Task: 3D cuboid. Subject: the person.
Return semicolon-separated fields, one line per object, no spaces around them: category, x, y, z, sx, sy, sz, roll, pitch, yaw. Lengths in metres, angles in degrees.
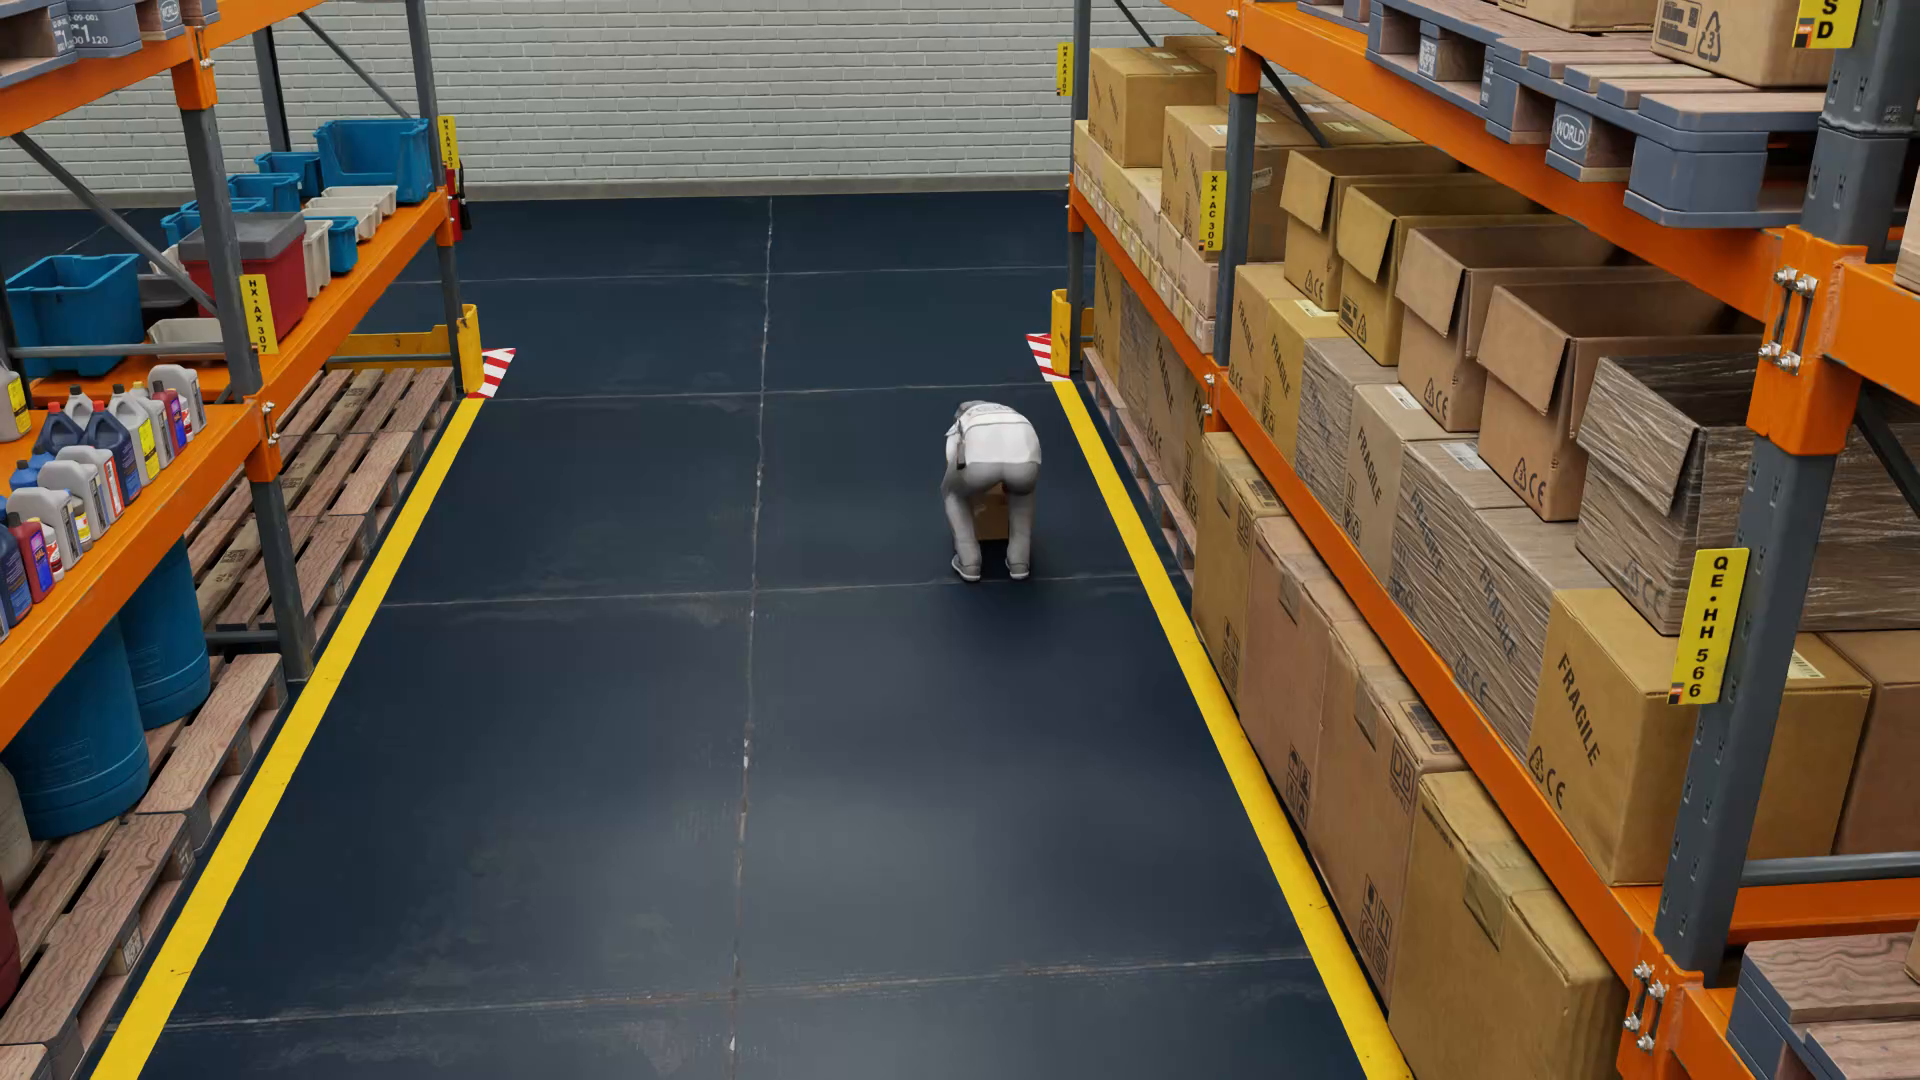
person;0.161;-0.632;8.002;0.451;1.689;0.527;-2;24;-4
